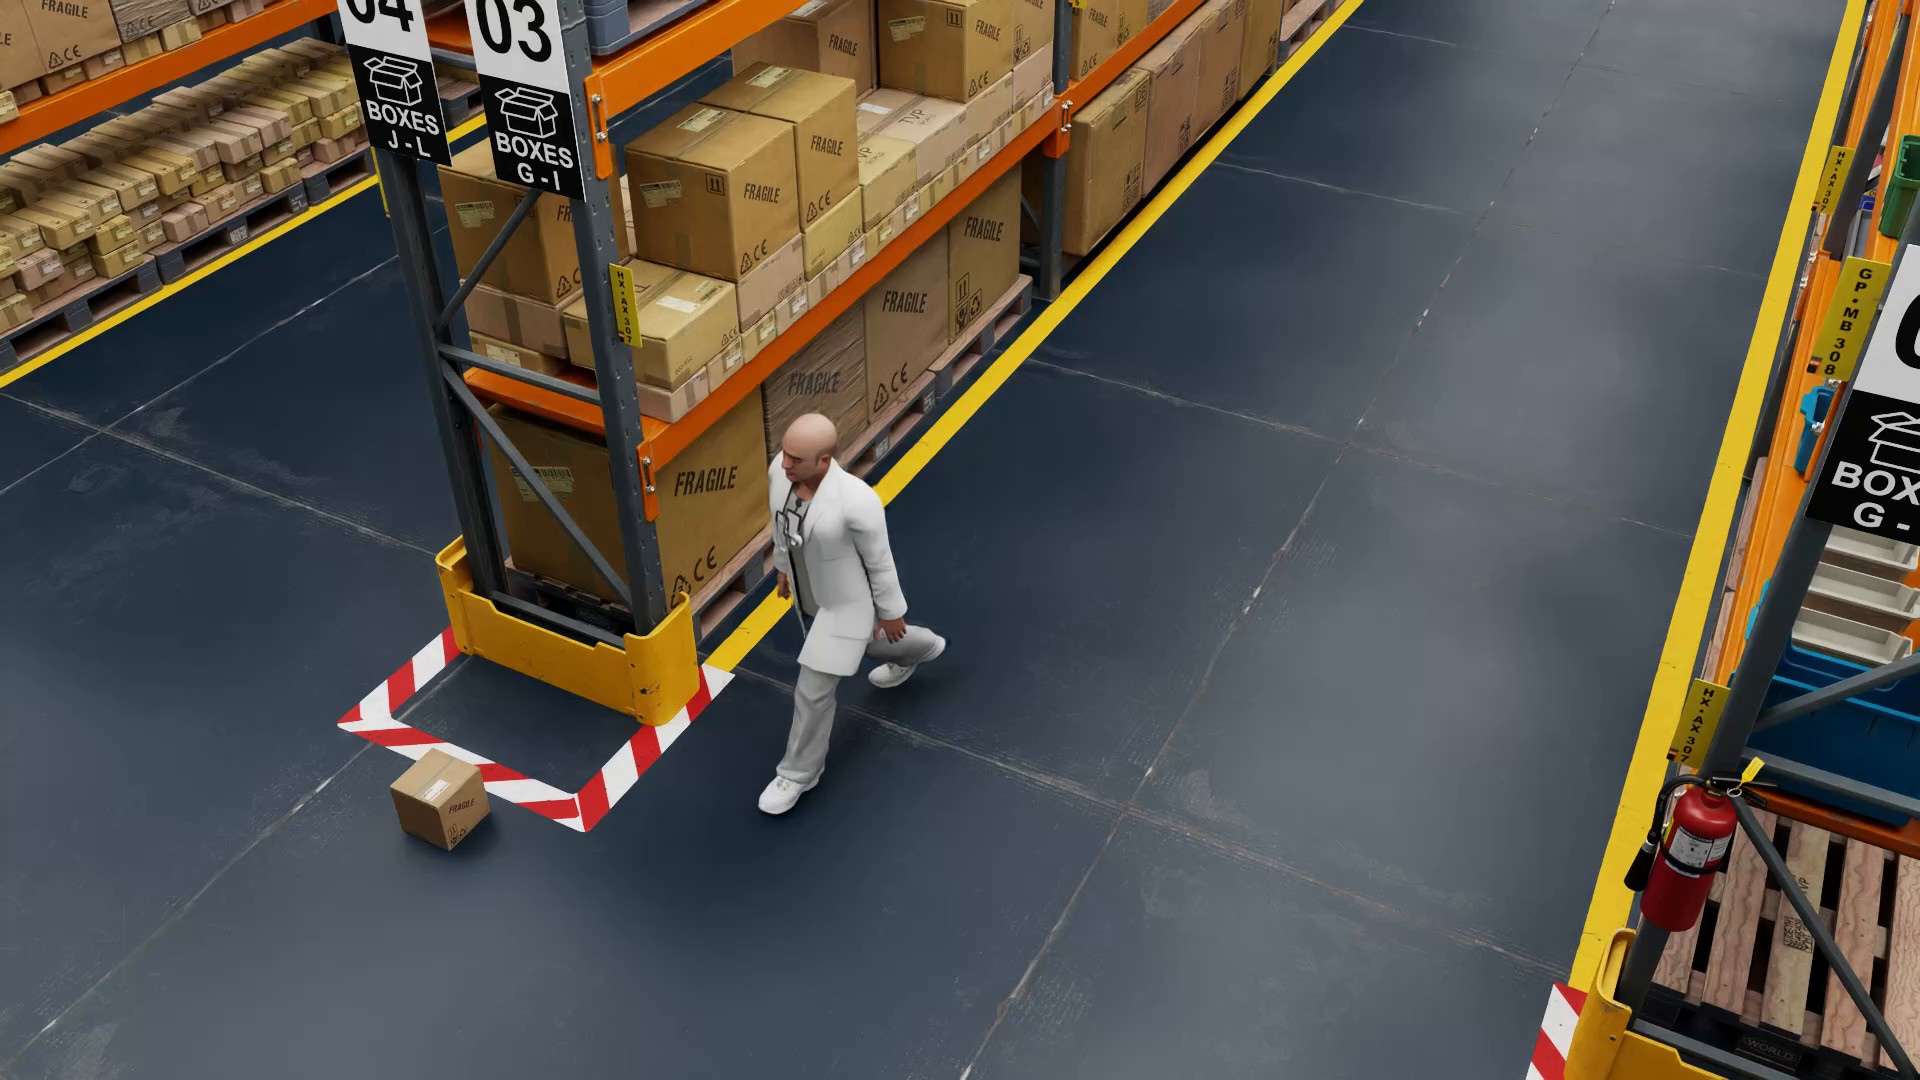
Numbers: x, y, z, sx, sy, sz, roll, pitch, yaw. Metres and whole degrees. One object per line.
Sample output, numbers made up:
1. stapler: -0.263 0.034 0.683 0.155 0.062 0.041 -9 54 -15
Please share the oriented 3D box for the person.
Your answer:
1. person: -0.469 0.175 6.560 1.131 1.734 0.630 -30 46 -33
